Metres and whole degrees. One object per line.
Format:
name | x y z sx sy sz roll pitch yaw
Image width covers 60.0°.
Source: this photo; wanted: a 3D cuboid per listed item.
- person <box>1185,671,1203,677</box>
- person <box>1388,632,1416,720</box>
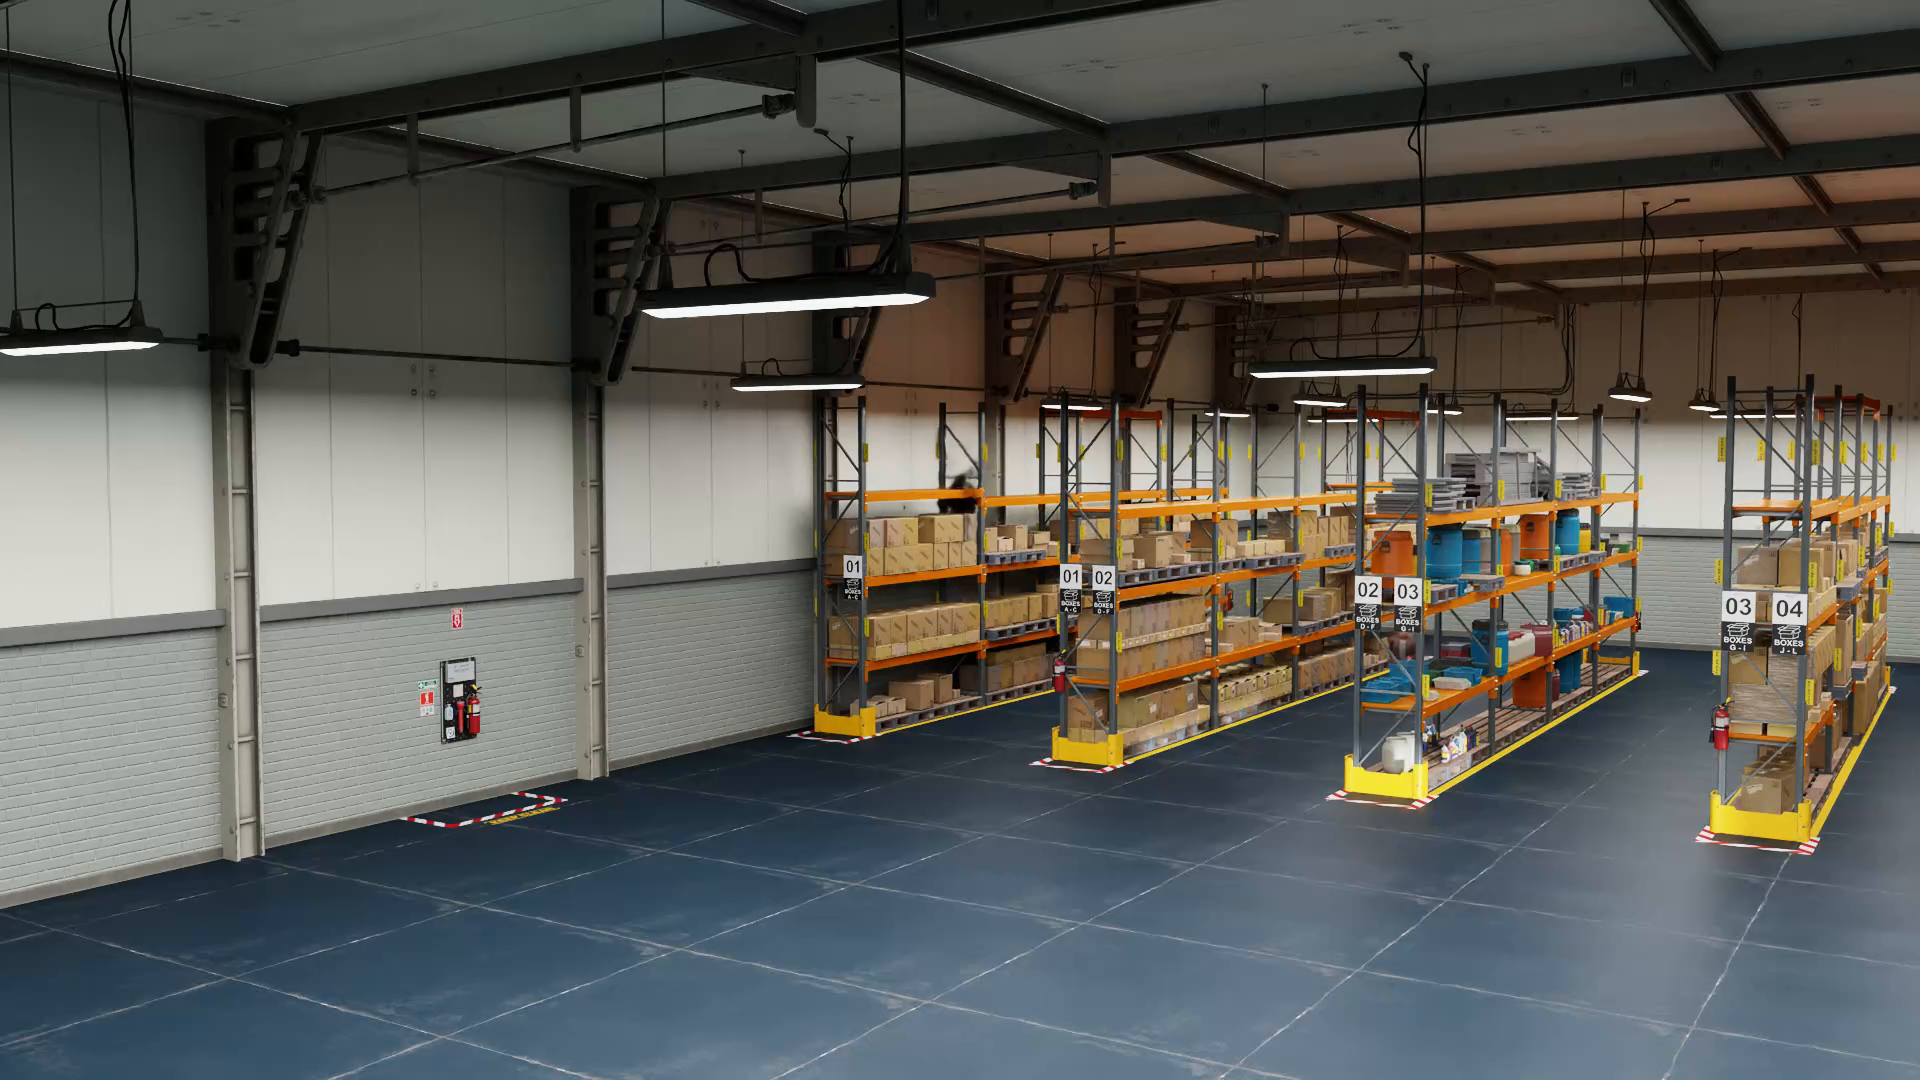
person | 4.884 2.311 34.646 0.698 1.748 0.653 2 4 33
person | 8.358 2.490 31.329 0.613 1.815 0.880 1 3 16
